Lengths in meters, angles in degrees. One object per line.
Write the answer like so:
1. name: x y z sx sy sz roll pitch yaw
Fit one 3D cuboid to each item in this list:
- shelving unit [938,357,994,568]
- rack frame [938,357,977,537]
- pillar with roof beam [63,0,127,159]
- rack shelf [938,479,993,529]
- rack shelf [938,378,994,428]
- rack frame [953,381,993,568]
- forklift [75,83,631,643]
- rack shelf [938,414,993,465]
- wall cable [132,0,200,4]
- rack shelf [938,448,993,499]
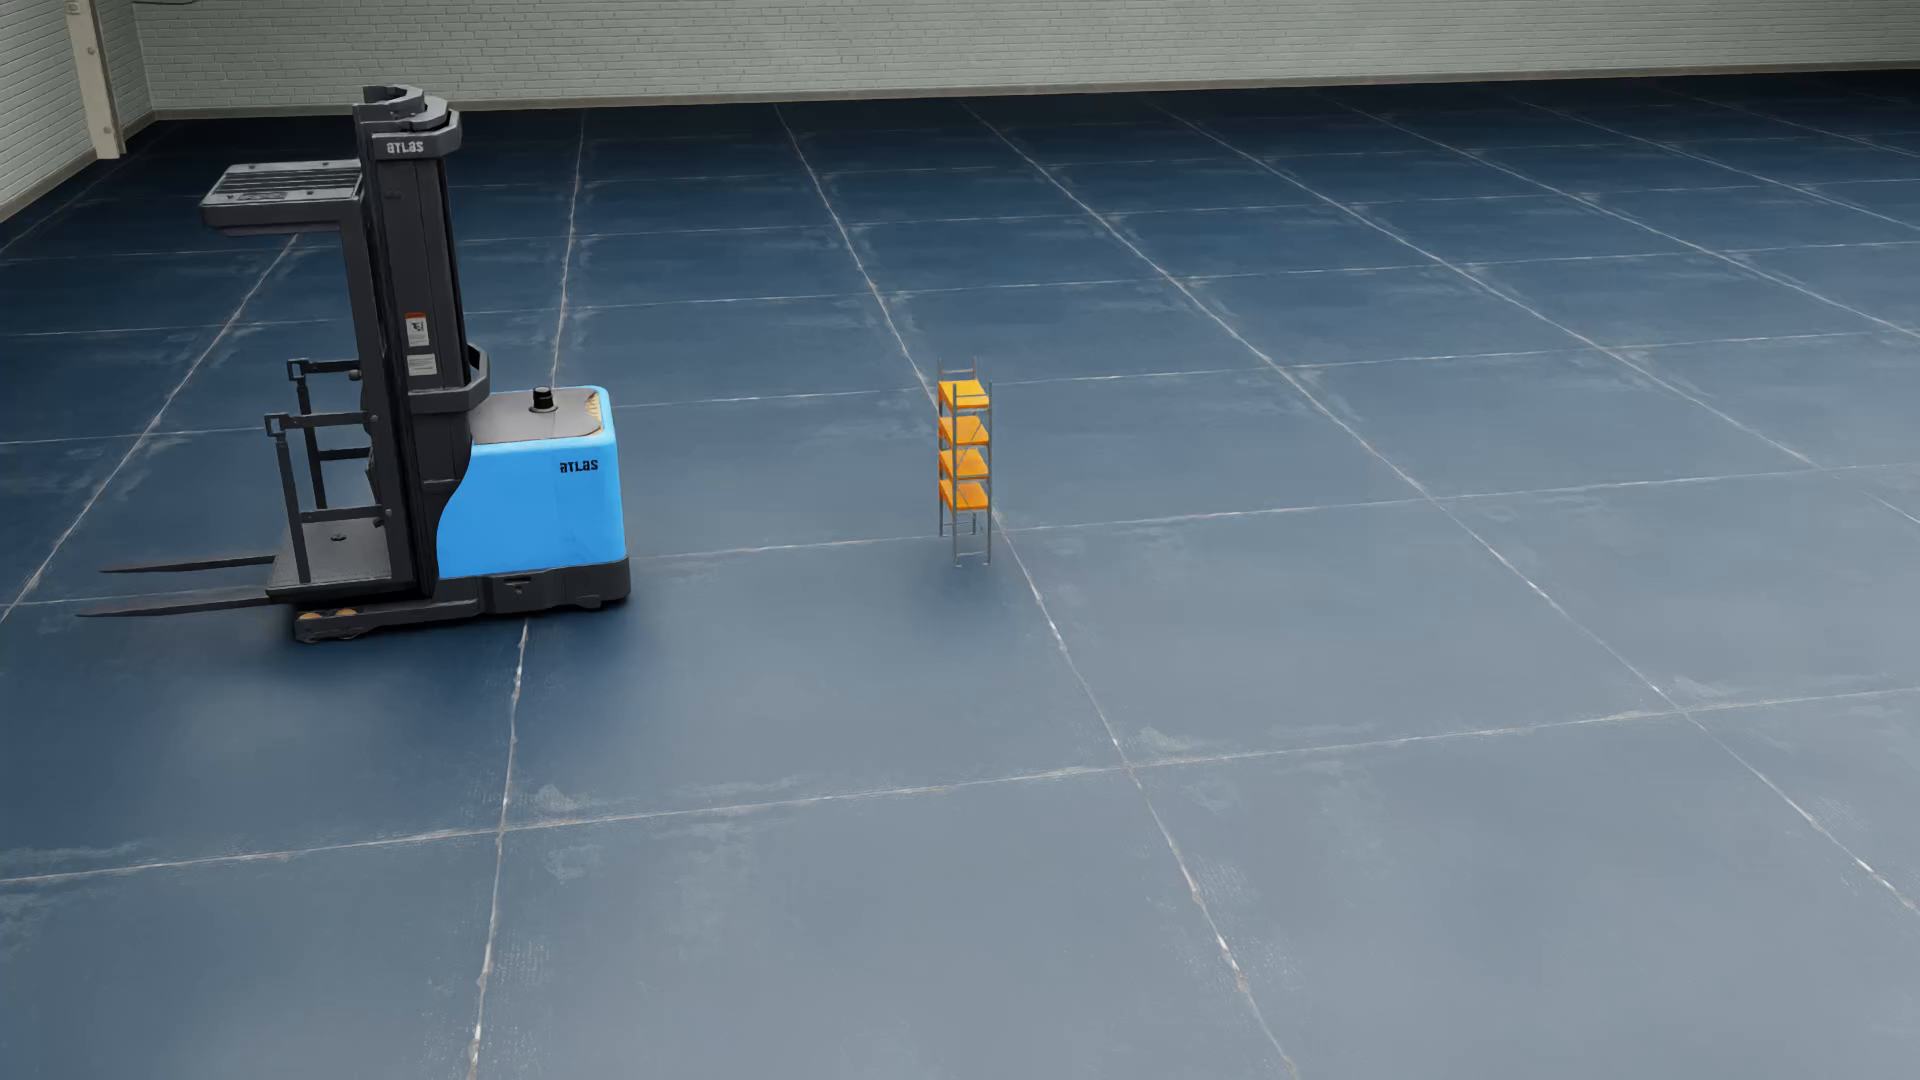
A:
1. shelving unit: 0.031 -0.485 10.361 0.258 1.200 0.503 -4 24 -10
2. rack frame: -0.015 -0.581 10.581 0.240 1.200 0.015 -4 24 -10
3. pillar with roof beam: -7.420 -9.714 21.748 9.100 9.000 0.400 -4 24 -10
4. rack shelf: 0.031 -0.241 10.467 0.258 0.148 0.480 -4 24 -10
5. rack shelf: 0.031 -0.845 10.203 0.258 0.148 0.480 -4 24 -10
6. rack frame: 0.076 -0.389 10.141 0.240 1.200 0.015 -4 24 -10
7. forklift: -3.524 -0.994 9.365 3.031 2.935 1.130 -6 24 -13
8. rack shelf: 0.031 -0.628 10.298 0.258 0.148 0.480 -4 24 -10
9. wall cable: -10.896 -9.229 24.517 3.097 2.526 0.112 -4 24 -10
10. rack shelf: 0.031 -0.423 10.388 0.258 0.148 0.480 -4 24 -10
